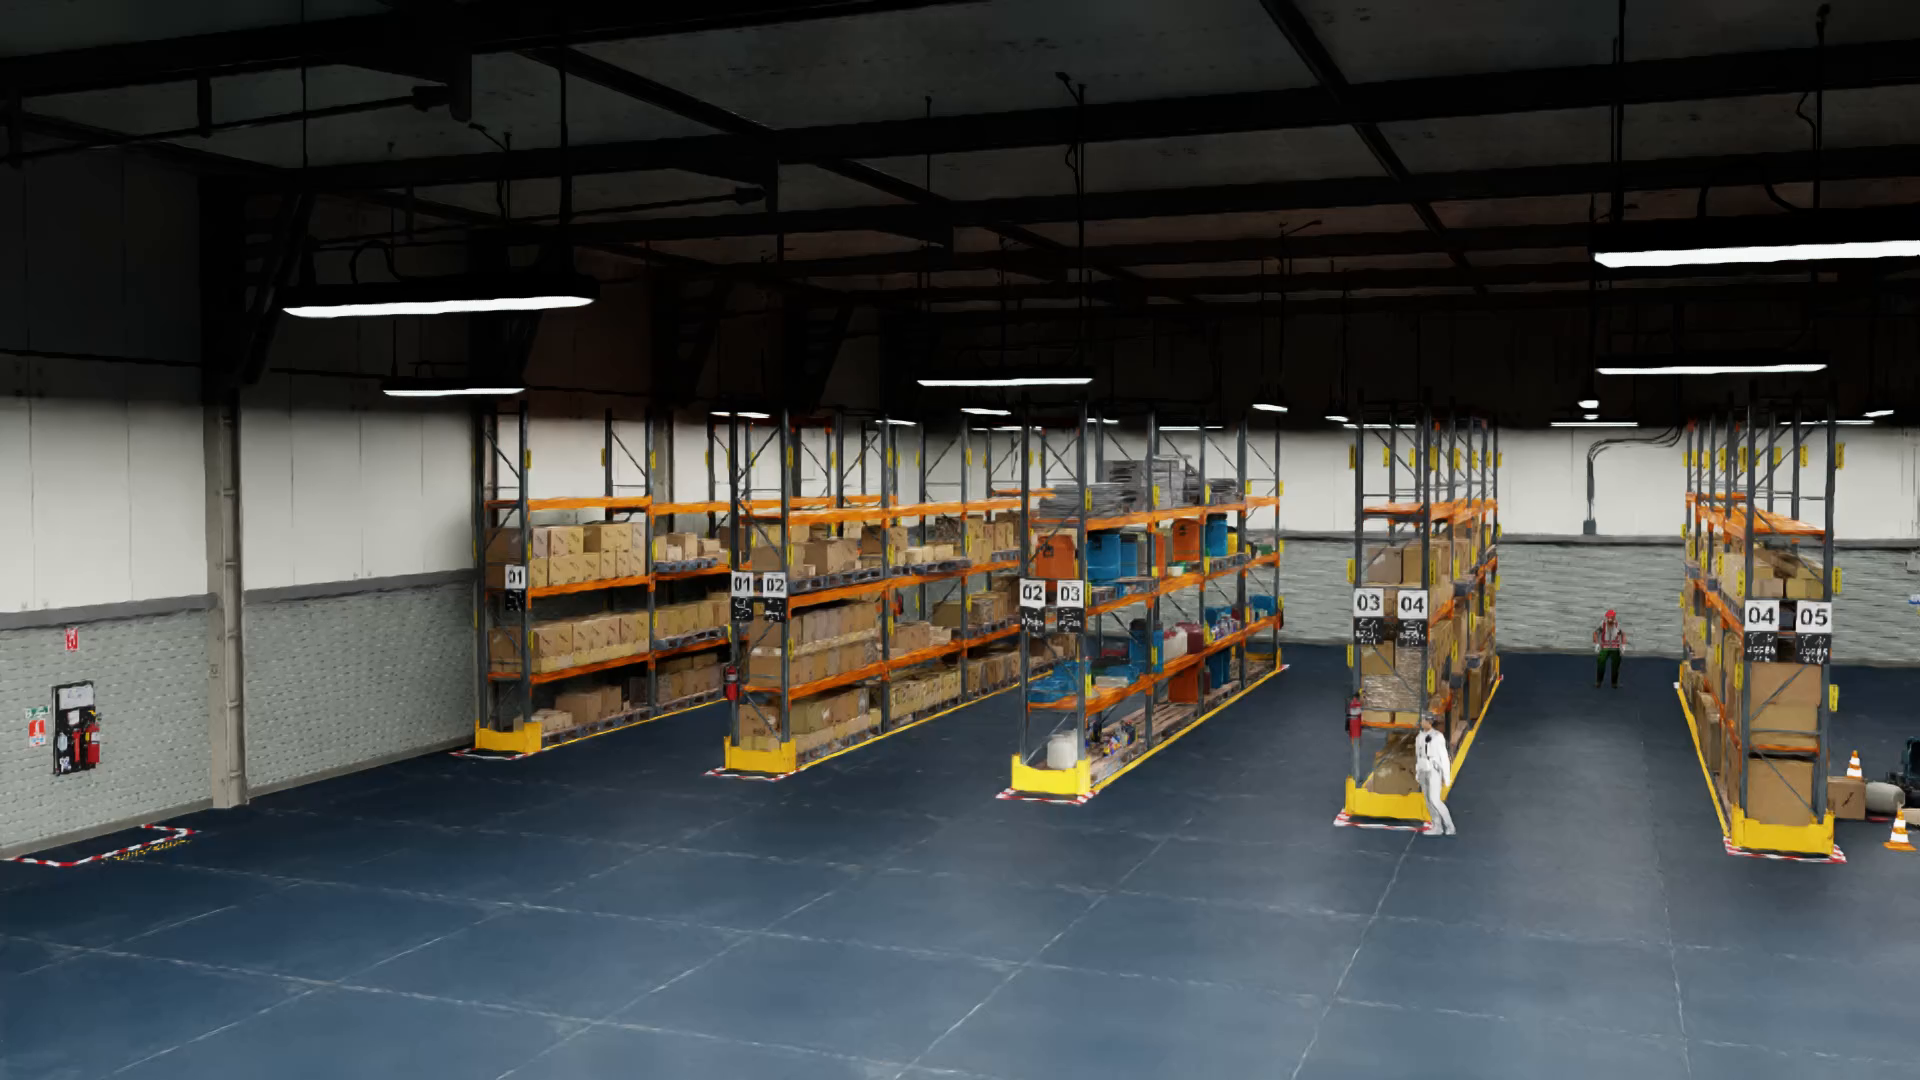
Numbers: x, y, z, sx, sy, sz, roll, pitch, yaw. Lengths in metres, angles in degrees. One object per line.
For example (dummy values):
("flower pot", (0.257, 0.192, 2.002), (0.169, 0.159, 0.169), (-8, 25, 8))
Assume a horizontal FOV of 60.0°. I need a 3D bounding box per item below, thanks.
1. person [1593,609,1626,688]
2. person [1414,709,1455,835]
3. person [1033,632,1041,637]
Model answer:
("person", (14.204, 2.371, 36.367), (0.677, 1.742, 0.552), (1, 3, 19))
("person", (6.326, 3.090, 22.128), (0.449, 1.668, 0.599), (-1, 3, -23))
("person", (2.037, 1.928, 45.648), (0.542, 1.675, 1.126), (1, 3, 24))
